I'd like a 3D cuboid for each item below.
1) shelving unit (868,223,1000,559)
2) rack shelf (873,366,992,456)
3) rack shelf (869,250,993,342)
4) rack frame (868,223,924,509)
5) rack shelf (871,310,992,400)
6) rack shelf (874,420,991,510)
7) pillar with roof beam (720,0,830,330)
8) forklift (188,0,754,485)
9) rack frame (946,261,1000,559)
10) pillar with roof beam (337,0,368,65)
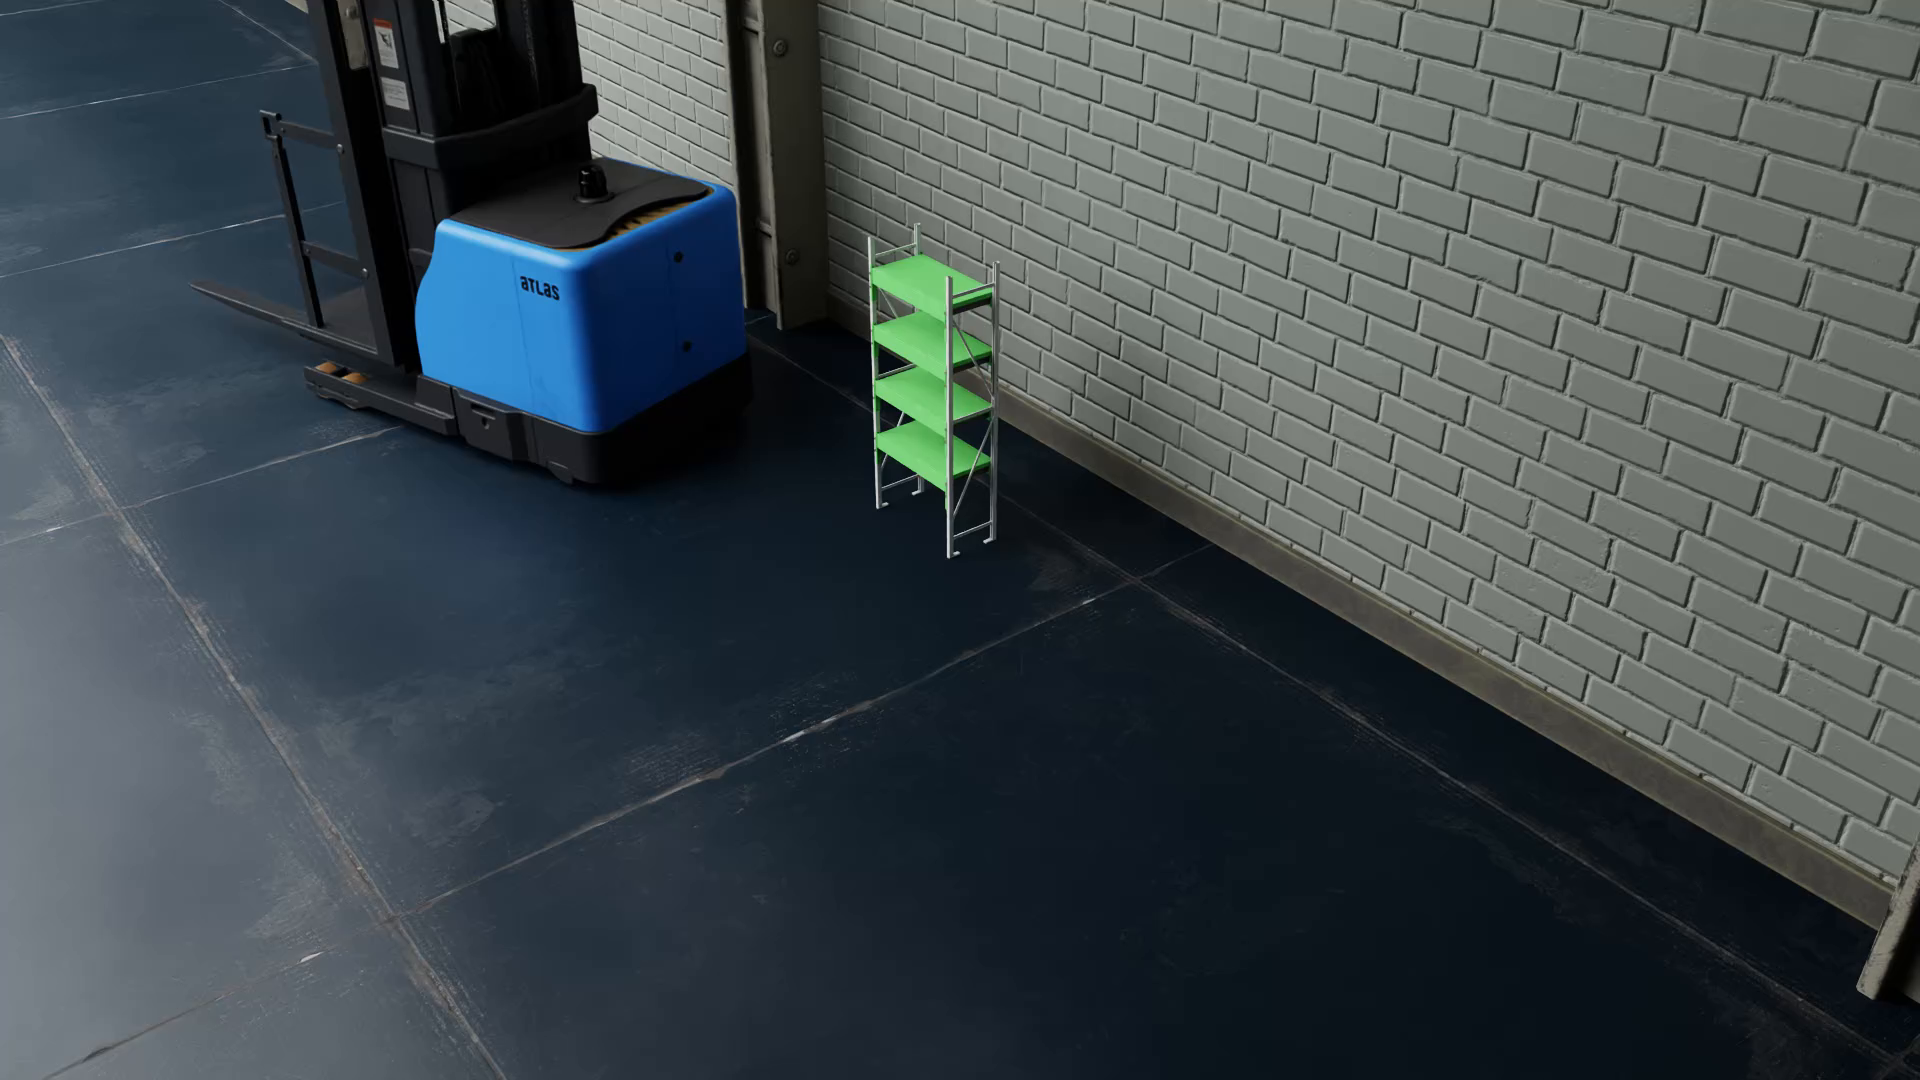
[{"bbox_3d":[-0.102,-0.579,6.545,0.258,1.200,0.503,-22,38,-31],"label":"shelving unit"},{"bbox_3d":[-0.102,-0.524,6.578,0.258,0.148,0.480,-22,38,-31],"label":"rack shelf"},{"bbox_3d":[-0.102,-0.932,6.325,0.258,0.148,0.480,-22,38,-31],"label":"rack shelf"},{"bbox_3d":[-0.251,-0.680,6.708,0.240,1.200,0.015,-22,38,-31],"label":"rack frame"},{"bbox_3d":[-0.102,-0.728,6.452,0.258,0.148,0.480,-22,38,-31],"label":"rack shelf"},{"bbox_3d":[-0.102,-0.321,6.705,0.258,0.148,0.480,-22,38,-31],"label":"rack shelf"},{"bbox_3d":[-4.304,-3.628,4.062,9.100,9.000,0.400,-22,38,-31],"label":"pillar with roof beam"},{"bbox_3d":[-2.465,-2.065,7.297,3.031,2.935,1.130,19,37,28],"label":"forklift"},{"bbox_3d":[0.048,-0.477,6.381,0.240,1.200,0.015,-22,38,-31],"label":"rack frame"},{"bbox_3d":[-7.983,-6.129,8.088,9.100,9.000,0.400,-22,38,-31],"label":"pillar with roof beam"}]
